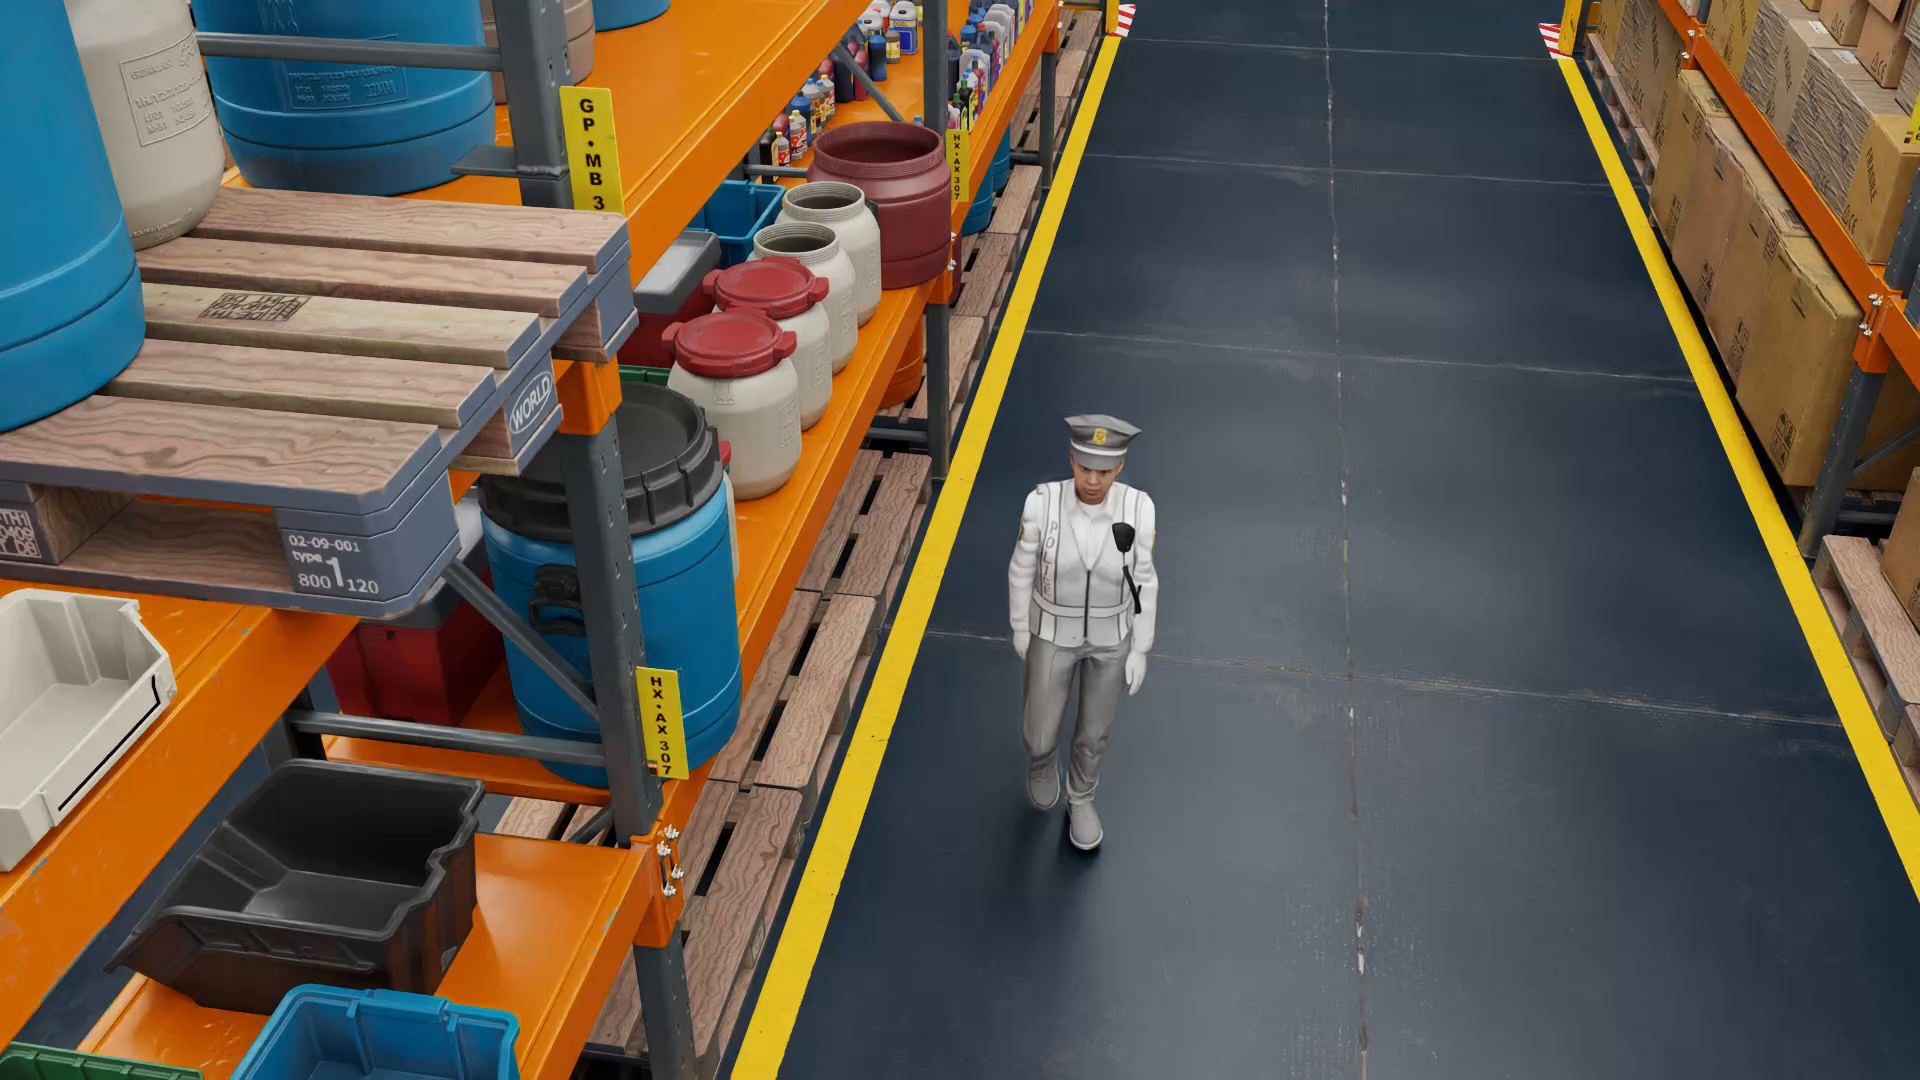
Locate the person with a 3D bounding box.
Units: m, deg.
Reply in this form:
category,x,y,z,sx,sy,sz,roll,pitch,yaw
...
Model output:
category,x,y,z,sx,sy,sz,roll,pitch,yaw
person,0.407,0.305,5.589,0.492,1.679,0.445,0,33,-1
